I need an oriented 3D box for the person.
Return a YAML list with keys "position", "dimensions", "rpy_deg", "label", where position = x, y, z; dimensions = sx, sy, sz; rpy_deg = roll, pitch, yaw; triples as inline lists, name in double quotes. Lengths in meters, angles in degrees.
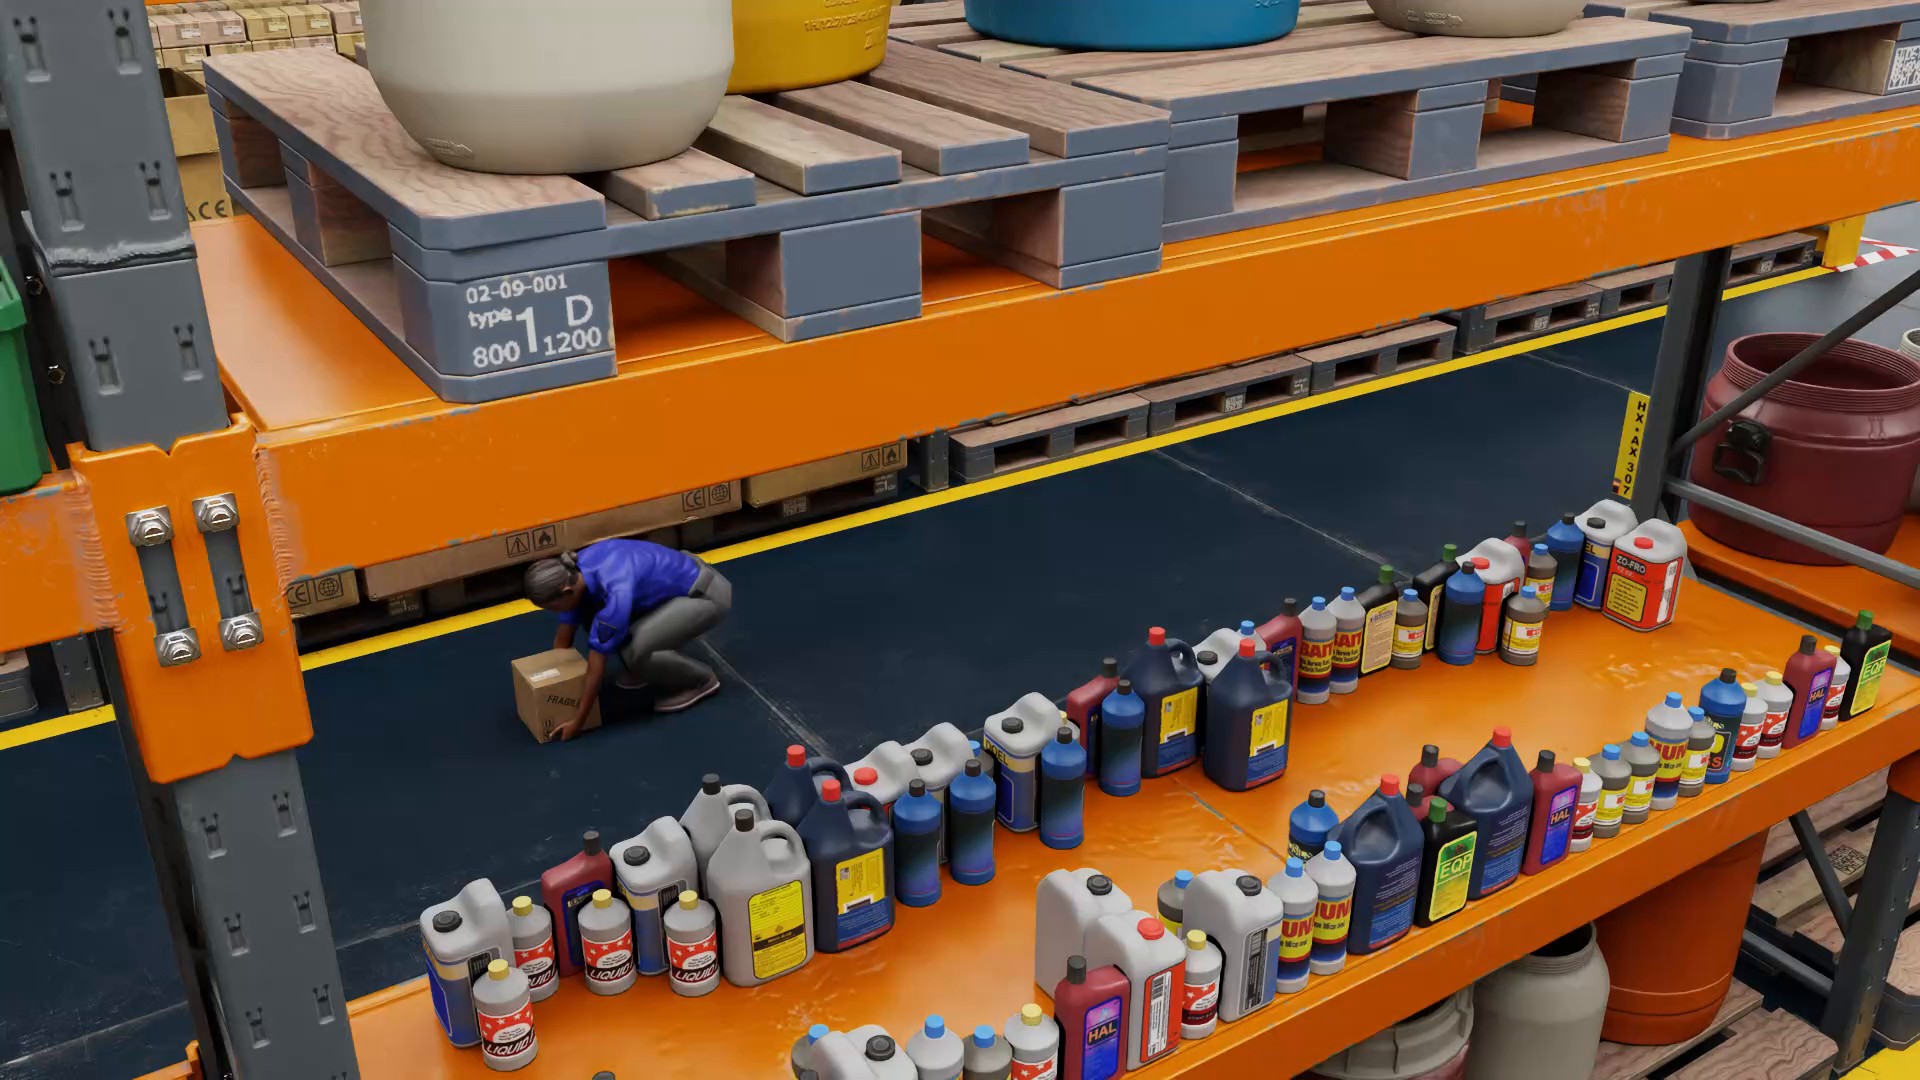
- position: [-1.296, 0.331, 6.550]
  dimensions: [0.838, 0.790, 0.460]
  rpy_deg: [-16, 30, -30]
  label: "person"
